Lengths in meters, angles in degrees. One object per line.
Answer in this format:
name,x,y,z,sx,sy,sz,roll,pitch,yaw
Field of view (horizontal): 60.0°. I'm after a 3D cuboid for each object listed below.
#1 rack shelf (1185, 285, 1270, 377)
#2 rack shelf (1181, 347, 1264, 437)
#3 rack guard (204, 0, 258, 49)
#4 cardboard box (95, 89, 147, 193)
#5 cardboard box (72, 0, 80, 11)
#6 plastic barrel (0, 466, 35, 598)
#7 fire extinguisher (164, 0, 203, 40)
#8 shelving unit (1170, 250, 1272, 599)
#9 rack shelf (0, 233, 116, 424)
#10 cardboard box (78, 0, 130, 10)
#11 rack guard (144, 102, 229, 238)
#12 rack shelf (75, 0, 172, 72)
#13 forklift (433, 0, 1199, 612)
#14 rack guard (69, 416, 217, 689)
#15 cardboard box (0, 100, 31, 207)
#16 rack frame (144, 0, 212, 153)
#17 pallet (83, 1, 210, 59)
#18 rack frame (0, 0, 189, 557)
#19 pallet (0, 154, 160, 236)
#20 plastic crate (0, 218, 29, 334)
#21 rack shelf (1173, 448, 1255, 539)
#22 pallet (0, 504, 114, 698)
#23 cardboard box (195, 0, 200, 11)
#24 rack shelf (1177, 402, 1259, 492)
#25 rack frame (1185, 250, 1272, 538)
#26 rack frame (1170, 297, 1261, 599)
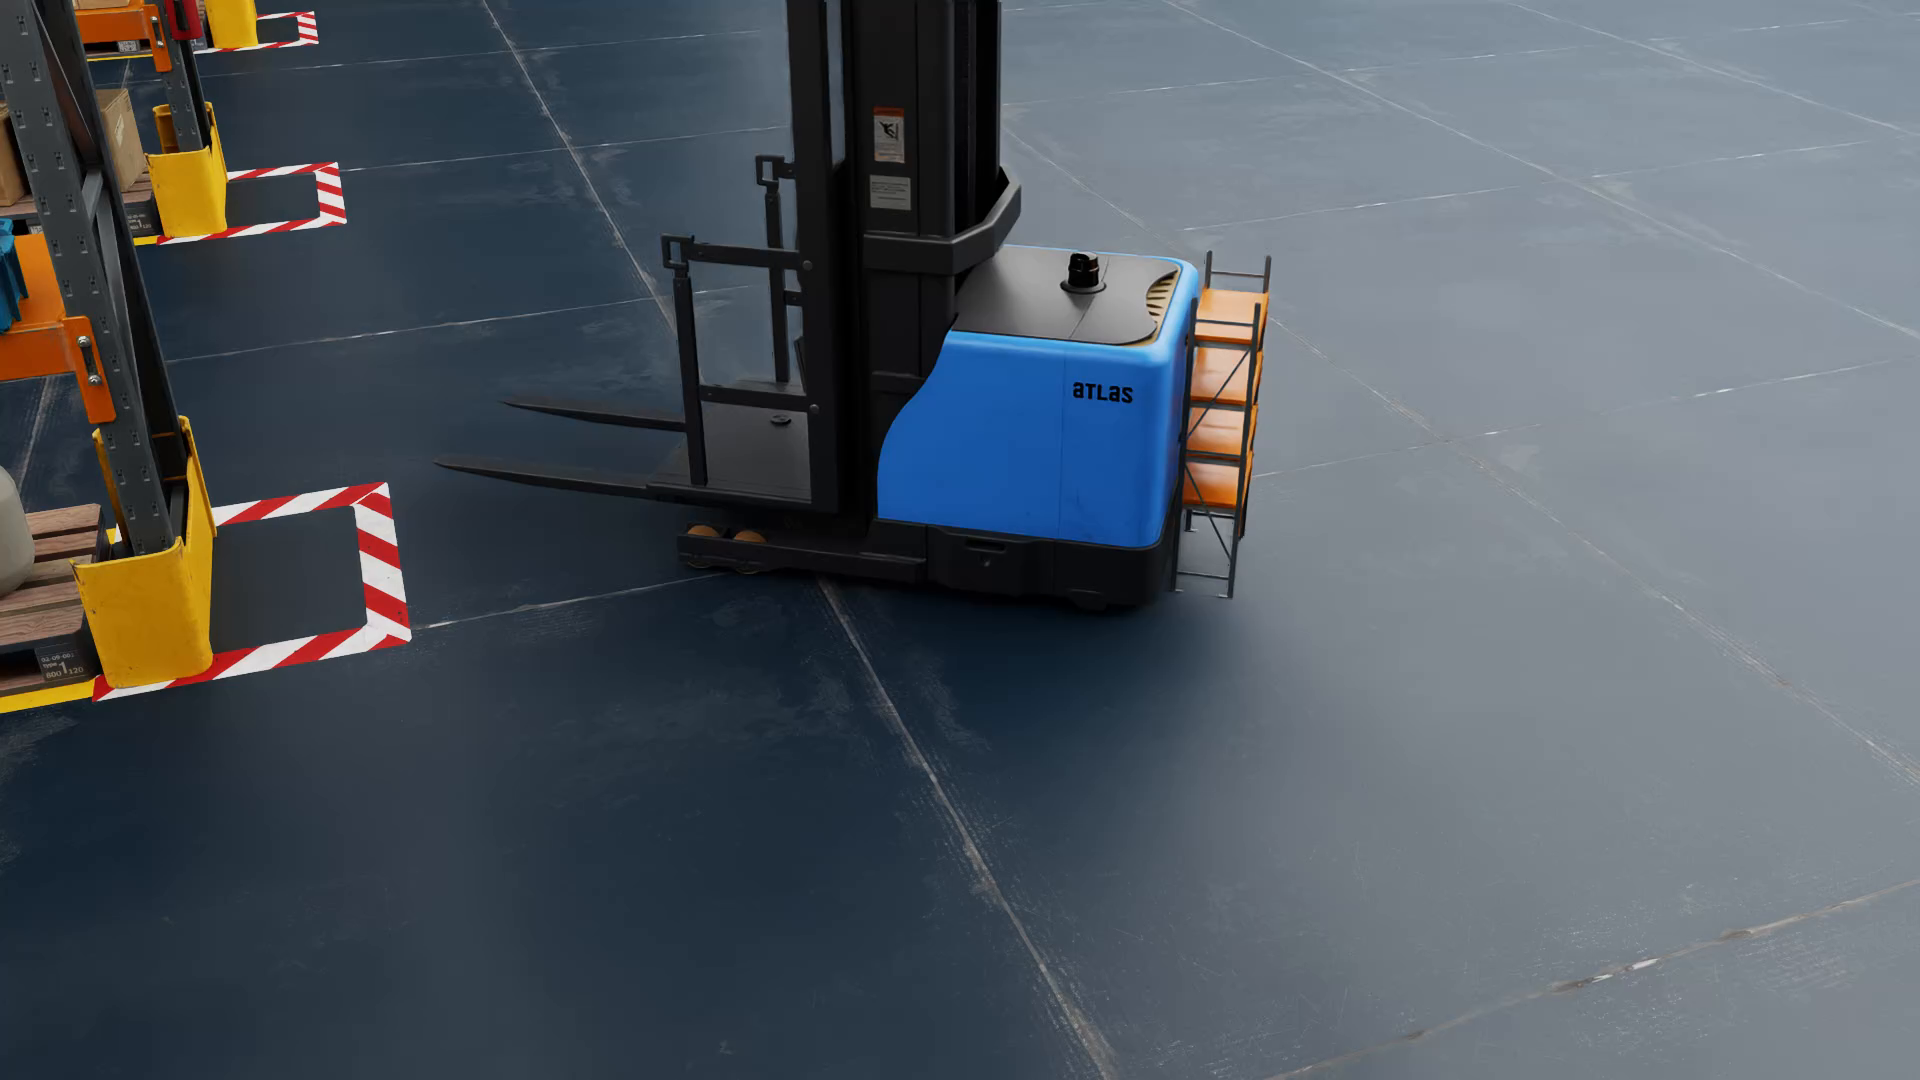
rack shelf,0.984,-0.771,6.097,0.258,0.148,0.480,7,30,12
rack shelf,0.984,-0.565,6.214,0.258,0.148,0.480,7,30,12
rack guard,-6.314,-4.641,14.392,0.348,0.500,1.175,-10,31,-18
cardboard box,-5.293,-2.401,10.035,0.500,0.500,0.500,-5,30,-8
cardboard box,-5.131,-3.108,9.429,0.250,0.149,0.380,-10,31,-18
plastic barrel,-3.565,-0.059,5.913,0.421,0.512,0.421,0,30,0
fire extinguisher,-4.434,-3.177,9.375,0.183,0.674,0.296,-10,31,-18
shelving unit,0.984,-0.429,6.291,0.258,1.200,0.503,7,30,12
rack shelf,-4.849,-0.449,5.235,4.000,0.370,1.077,-10,31,-18
cardboard box,-4.897,-3.151,9.504,0.250,0.149,0.380,-10,31,-18
rack guard,-4.773,-2.306,10.292,0.348,0.500,1.175,-10,31,-18
rack shelf,-6.576,-2.747,9.268,4.000,0.370,1.077,-10,31,-18
forklift,-0.628,-1.384,6.219,3.031,2.935,1.130,7,30,12
rack guard,-3.030,0.014,6.220,0.348,0.500,1.175,-10,31,-18
cardboard box,-5.841,-2.282,9.826,0.500,0.500,0.500,-3,30,-5
rack frame,-4.702,-3.405,9.696,0.127,3.000,1.000,-10,31,-18
pallet,-7.059,-4.337,14.150,1.213,0.211,1.003,-10,31,-18
rack frame,-2.975,-1.107,5.663,0.127,3.000,1.000,-10,31,-18
pallet,-5.547,-2.056,10.146,1.213,0.211,1.003,-10,31,-18
plastic crate,-3.339,-0.817,5.304,0.616,0.251,0.499,-10,31,-18
rack shelf,0.984,-0.198,6.423,0.258,0.148,0.480,7,30,12
pallet,-3.793,0.277,6.050,1.213,0.211,1.003,-10,31,-18
cardboard box,-6.949,-4.835,13.929,0.875,0.875,0.875,-10,31,-17
rack shelf,0.984,-0.371,6.325,0.258,0.148,0.480,7,30,12
rack frame,1.041,-0.547,6.497,0.240,1.200,0.015,7,30,12
rack frame,0.926,-0.312,6.085,0.240,1.200,0.015,7,30,12
